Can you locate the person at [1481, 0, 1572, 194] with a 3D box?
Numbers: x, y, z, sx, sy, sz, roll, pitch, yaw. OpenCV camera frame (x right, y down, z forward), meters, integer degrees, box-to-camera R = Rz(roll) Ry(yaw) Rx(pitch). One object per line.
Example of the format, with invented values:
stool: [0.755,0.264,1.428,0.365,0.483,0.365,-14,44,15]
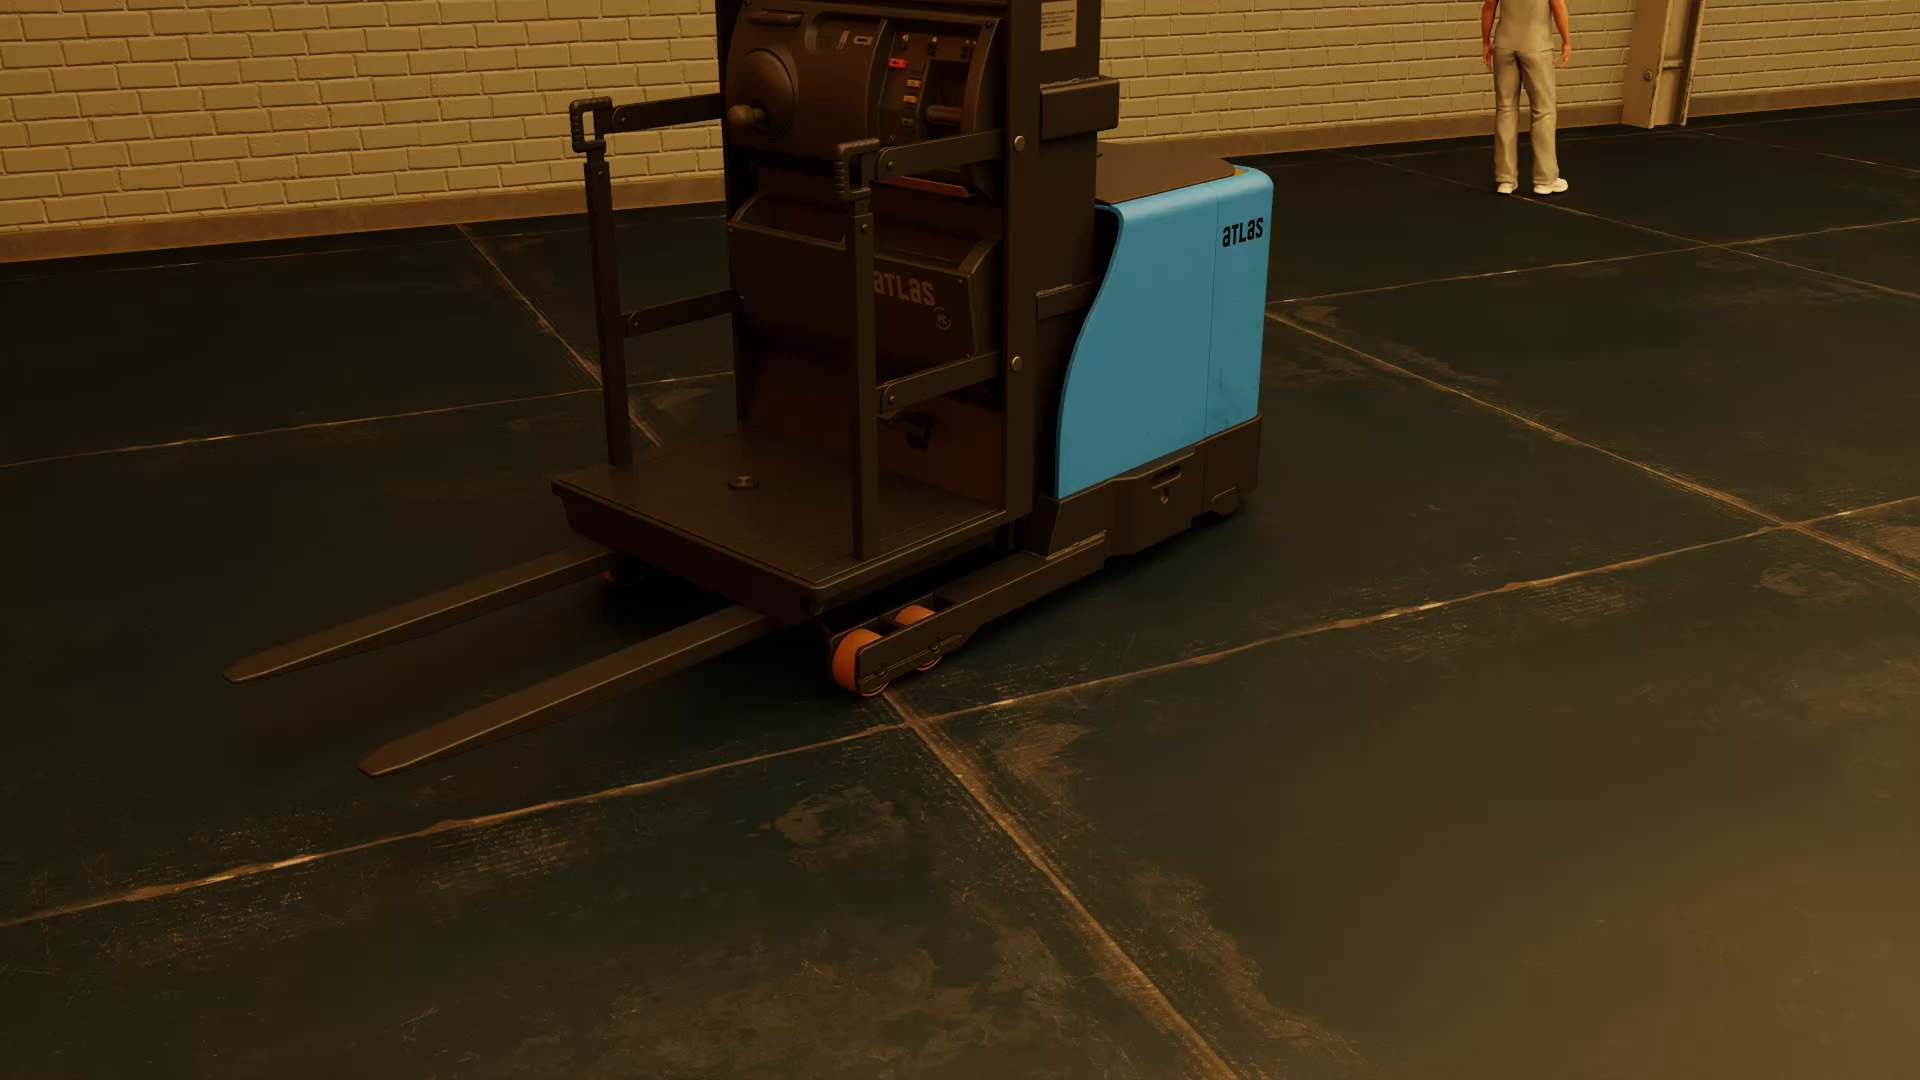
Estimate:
person: [3.400,-2.927,9.948,0.549,1.674,0.549,16,28,34]

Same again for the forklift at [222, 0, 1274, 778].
forklift: [-0.413,-1.182,4.131,1.130,2.935,3.031,19,29,39]
